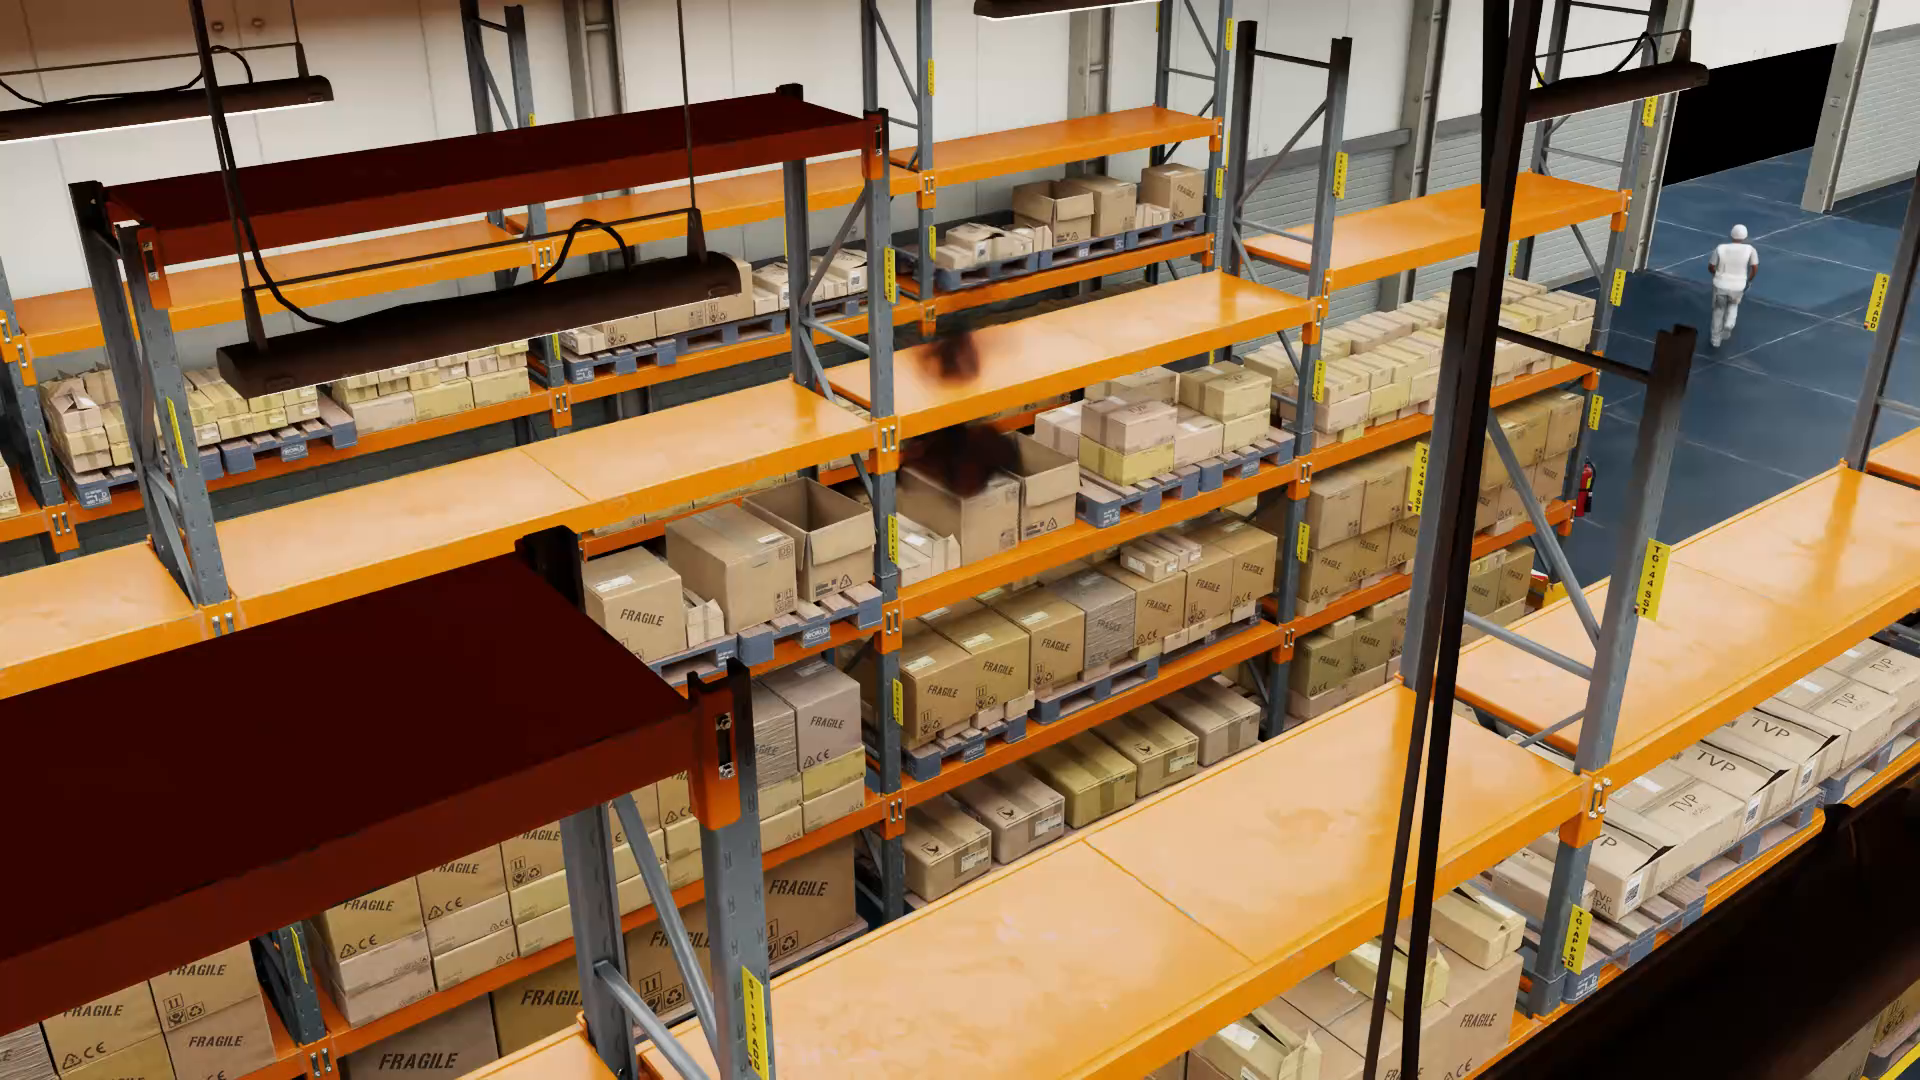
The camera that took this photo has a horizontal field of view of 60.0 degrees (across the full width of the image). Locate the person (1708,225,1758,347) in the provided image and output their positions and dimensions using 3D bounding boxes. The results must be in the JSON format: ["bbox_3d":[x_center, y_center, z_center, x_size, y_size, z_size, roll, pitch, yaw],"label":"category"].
[{"bbox_3d":[10.904,-3.631,23.577,0.631,1.715,0.601,10,28,20],"label":"person"}]
